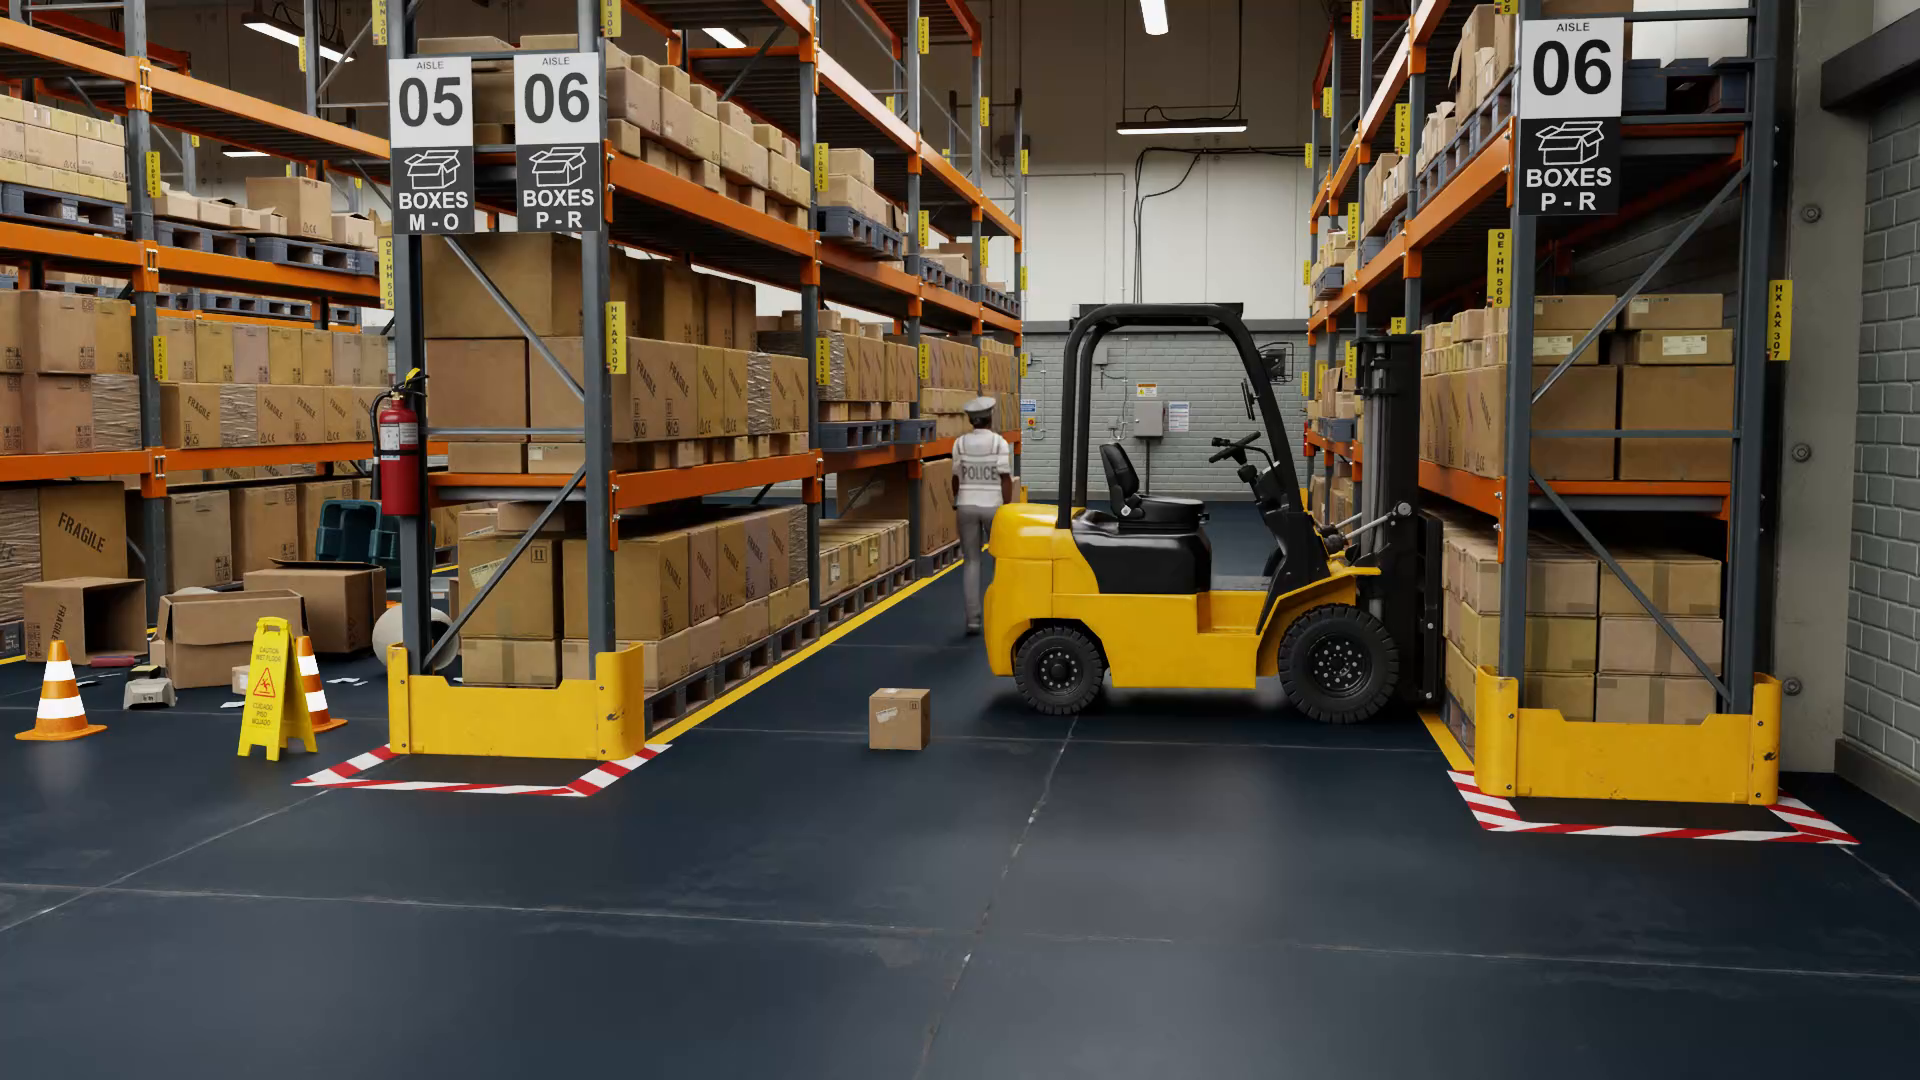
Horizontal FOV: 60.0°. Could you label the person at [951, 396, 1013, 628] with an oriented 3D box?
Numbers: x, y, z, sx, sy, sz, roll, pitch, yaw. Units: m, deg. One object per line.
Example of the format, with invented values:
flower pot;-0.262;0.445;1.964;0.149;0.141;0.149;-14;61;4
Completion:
person;0.164;-0.174;12.064;0.458;1.733;0.697;1;5;7
